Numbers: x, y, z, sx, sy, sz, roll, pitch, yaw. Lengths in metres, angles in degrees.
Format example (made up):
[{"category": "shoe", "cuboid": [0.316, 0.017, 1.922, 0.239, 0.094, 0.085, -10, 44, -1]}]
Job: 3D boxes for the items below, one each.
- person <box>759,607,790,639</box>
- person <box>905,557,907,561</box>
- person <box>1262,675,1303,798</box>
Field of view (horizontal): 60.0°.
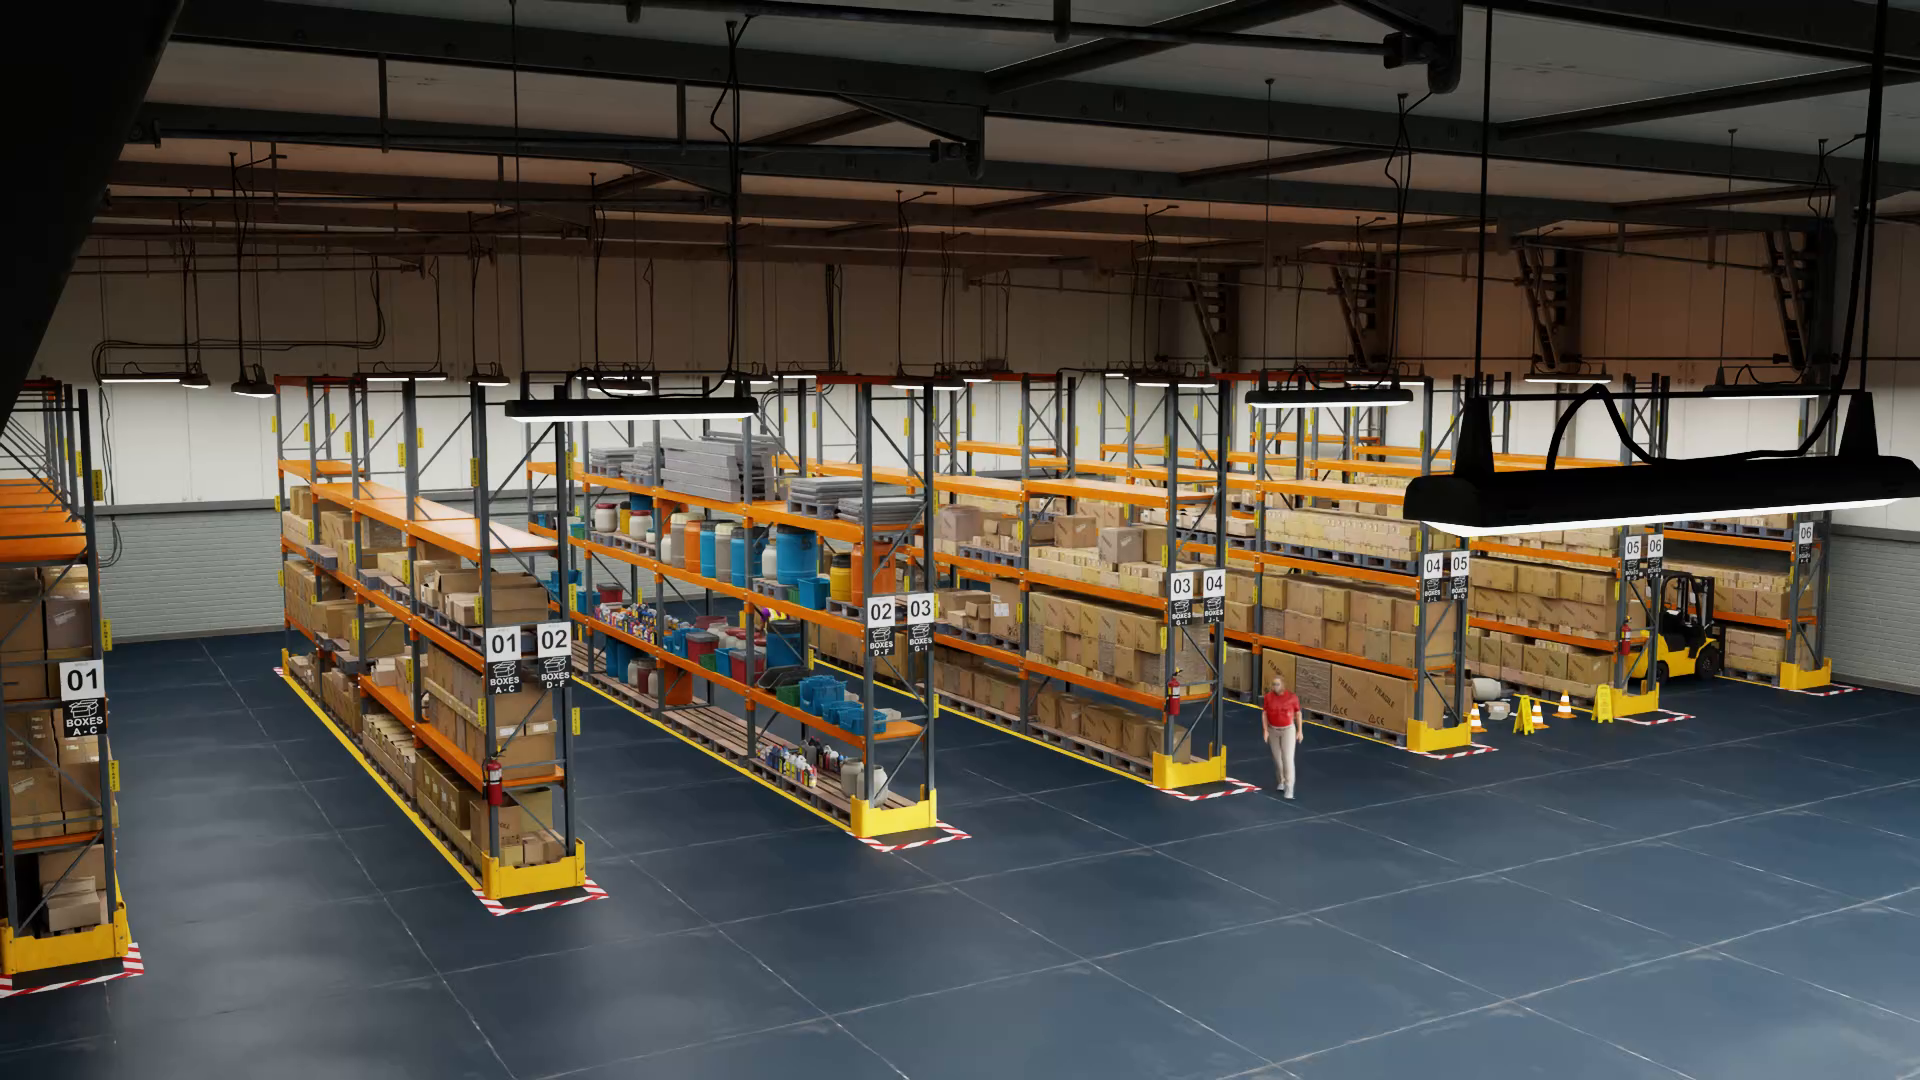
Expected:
[{"category": "person", "cuboid": [-3.593, 1.864, 32.866, 0.624, 1.697, 1.092, -4, 8, -35]}, {"category": "person", "cuboid": [-1.219, 1.243, 38.908, 0.620, 1.700, 0.515, 0, 6, 1]}, {"category": "person", "cuboid": [4.652, 2.834, 24.177, 0.606, 1.719, 0.752, 4, 7, 31]}]
